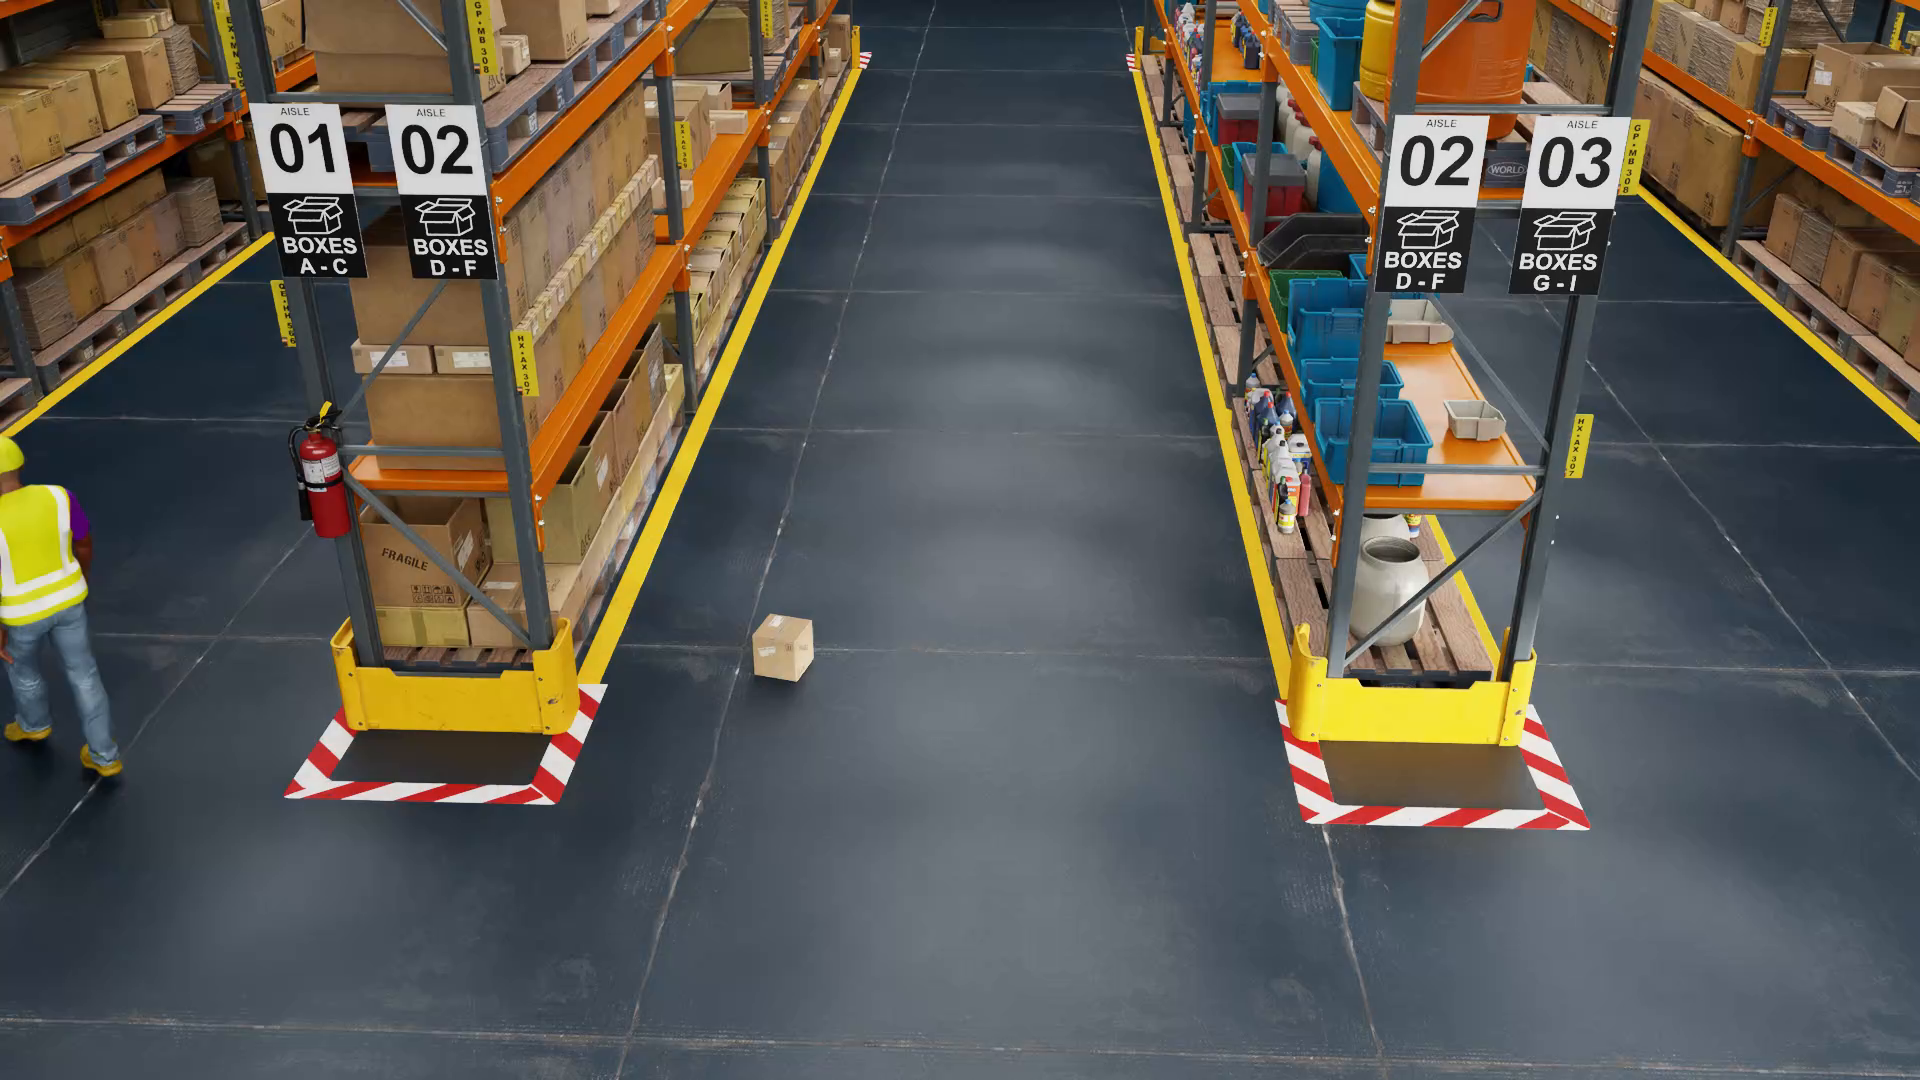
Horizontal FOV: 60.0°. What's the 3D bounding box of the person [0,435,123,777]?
[{"bbox_3d":[-4.460,0.281,8.050,0.893,1.753,0.595,23,35,37],"label":"person"}]
